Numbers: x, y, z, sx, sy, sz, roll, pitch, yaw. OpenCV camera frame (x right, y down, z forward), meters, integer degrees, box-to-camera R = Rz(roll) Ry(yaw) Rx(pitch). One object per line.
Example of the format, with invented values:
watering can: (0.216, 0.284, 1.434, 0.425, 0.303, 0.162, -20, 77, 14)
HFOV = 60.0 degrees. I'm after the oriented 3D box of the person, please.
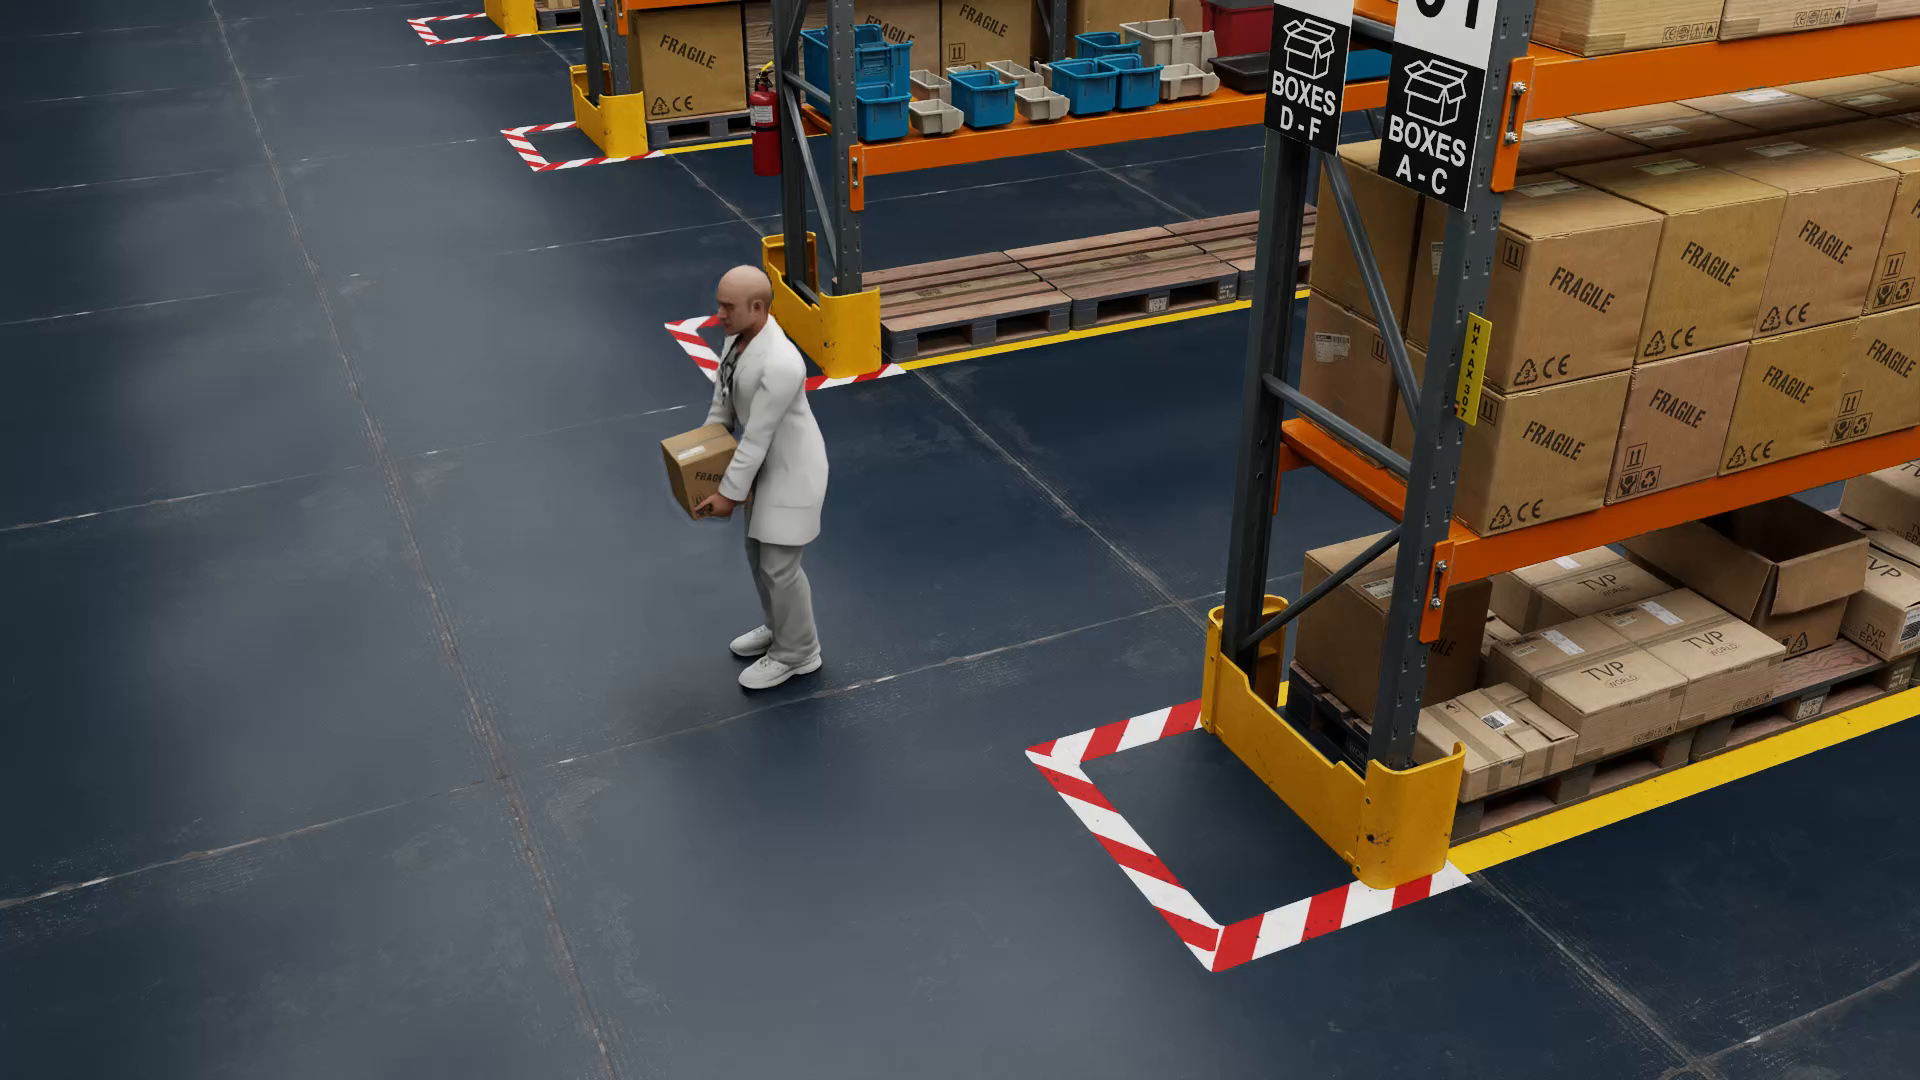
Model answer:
person: (-0.816, -0.243, 6.595, 0.582, 1.770, 0.529, -14, 32, -23)
